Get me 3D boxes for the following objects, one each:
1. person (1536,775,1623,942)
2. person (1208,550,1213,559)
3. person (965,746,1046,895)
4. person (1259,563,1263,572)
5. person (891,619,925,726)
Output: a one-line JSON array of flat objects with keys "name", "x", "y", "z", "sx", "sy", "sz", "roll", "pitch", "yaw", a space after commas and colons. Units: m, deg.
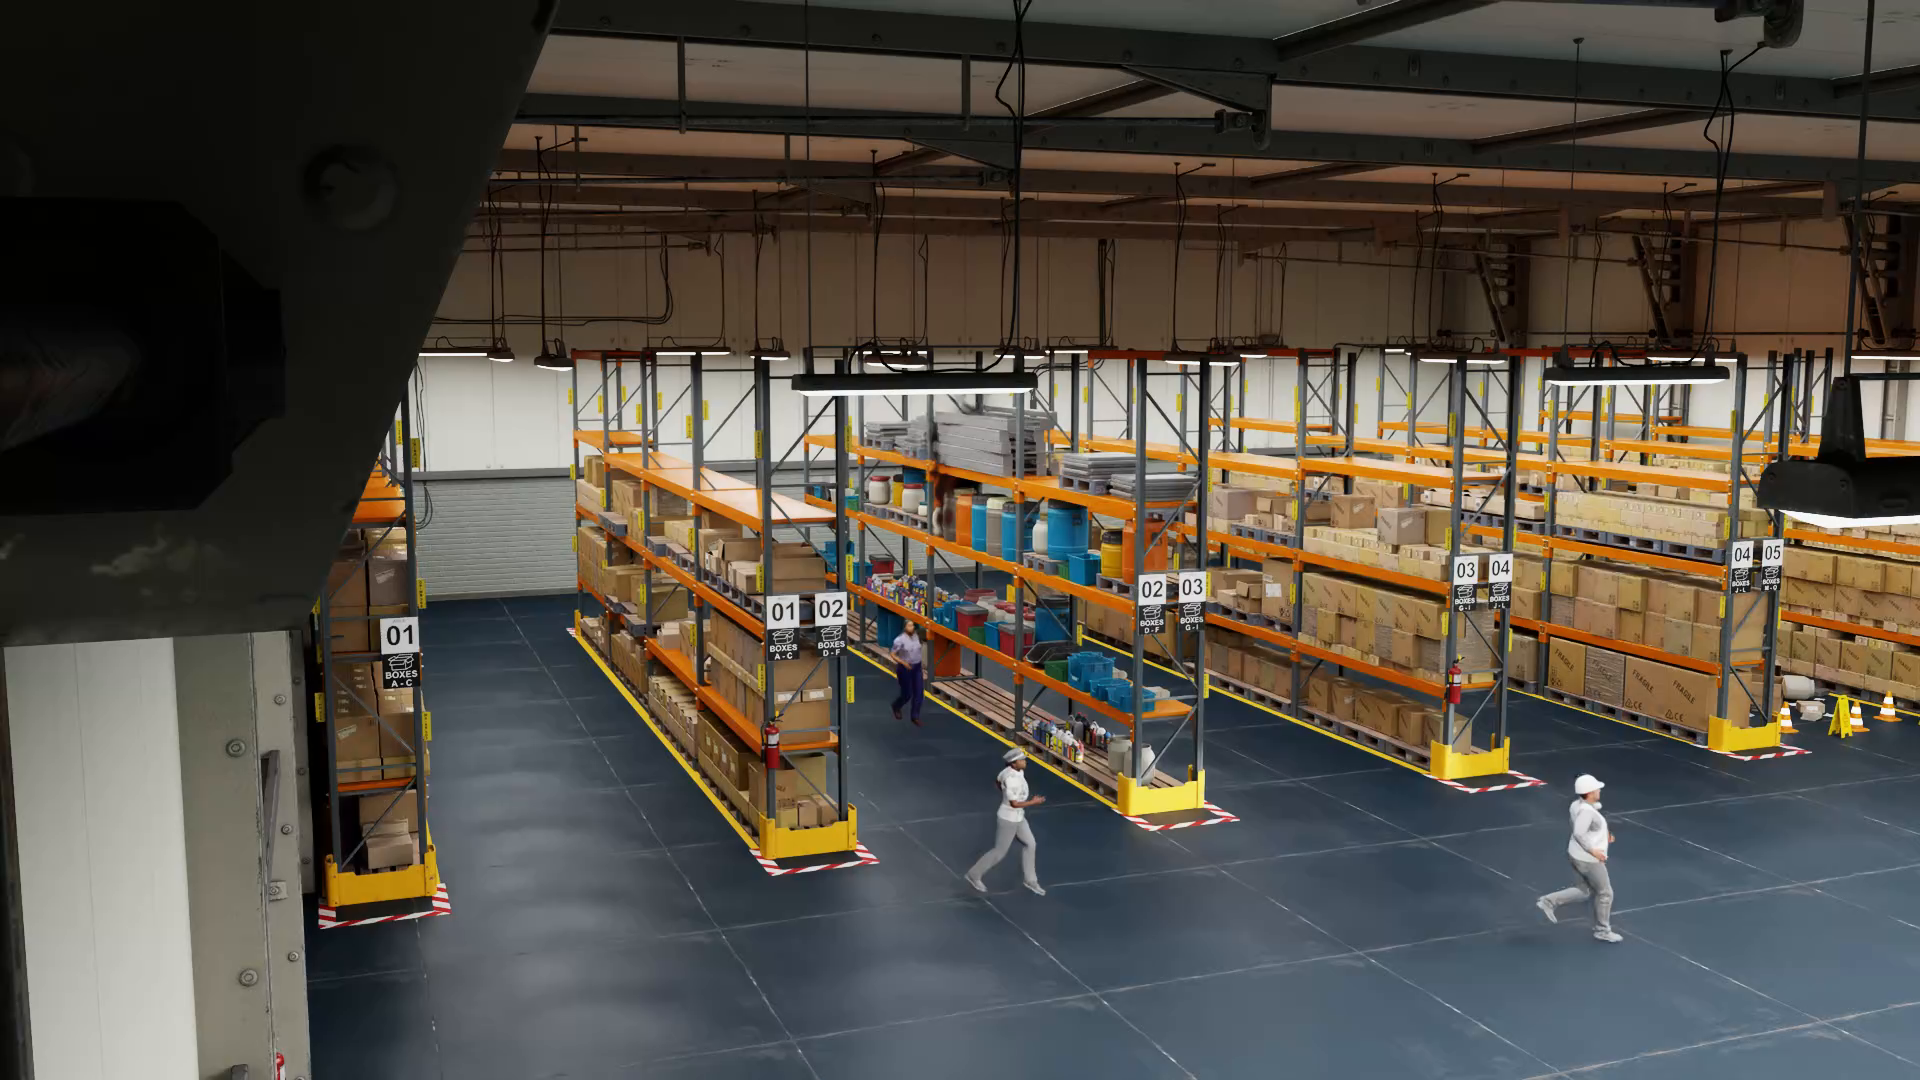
[{"name": "person", "x": 6.507, "y": 3.321, "z": 17.356, "sx": 0.880, "sy": 1.771, "sz": 0.662, "roll": 0, "pitch": 7, "yaw": 4}, {"name": "person", "x": 6.129, "y": 0.307, "z": 41.564, "sx": 0.760, "sy": 1.745, "sz": 0.721, "roll": -1, "pitch": 7, "yaw": -6}, {"name": "person", "x": 0.522, "y": 3.169, "z": 18.772, "sx": 0.901, "sy": 1.740, "sz": 0.587, "roll": 1, "pitch": 7, "yaw": 10}, {"name": "person", "x": 7.604, "y": 0.453, "z": 41.054, "sx": 0.612, "sy": 1.590, "sz": 0.763, "roll": -5, "pitch": 9, "yaw": -38}, {"name": "person", "x": -0.775, "y": 2.041, "z": 25.822, "sx": 0.608, "sy": 1.640, "sz": 0.657, "roll": -6, "pitch": 9, "yaw": -38}]
